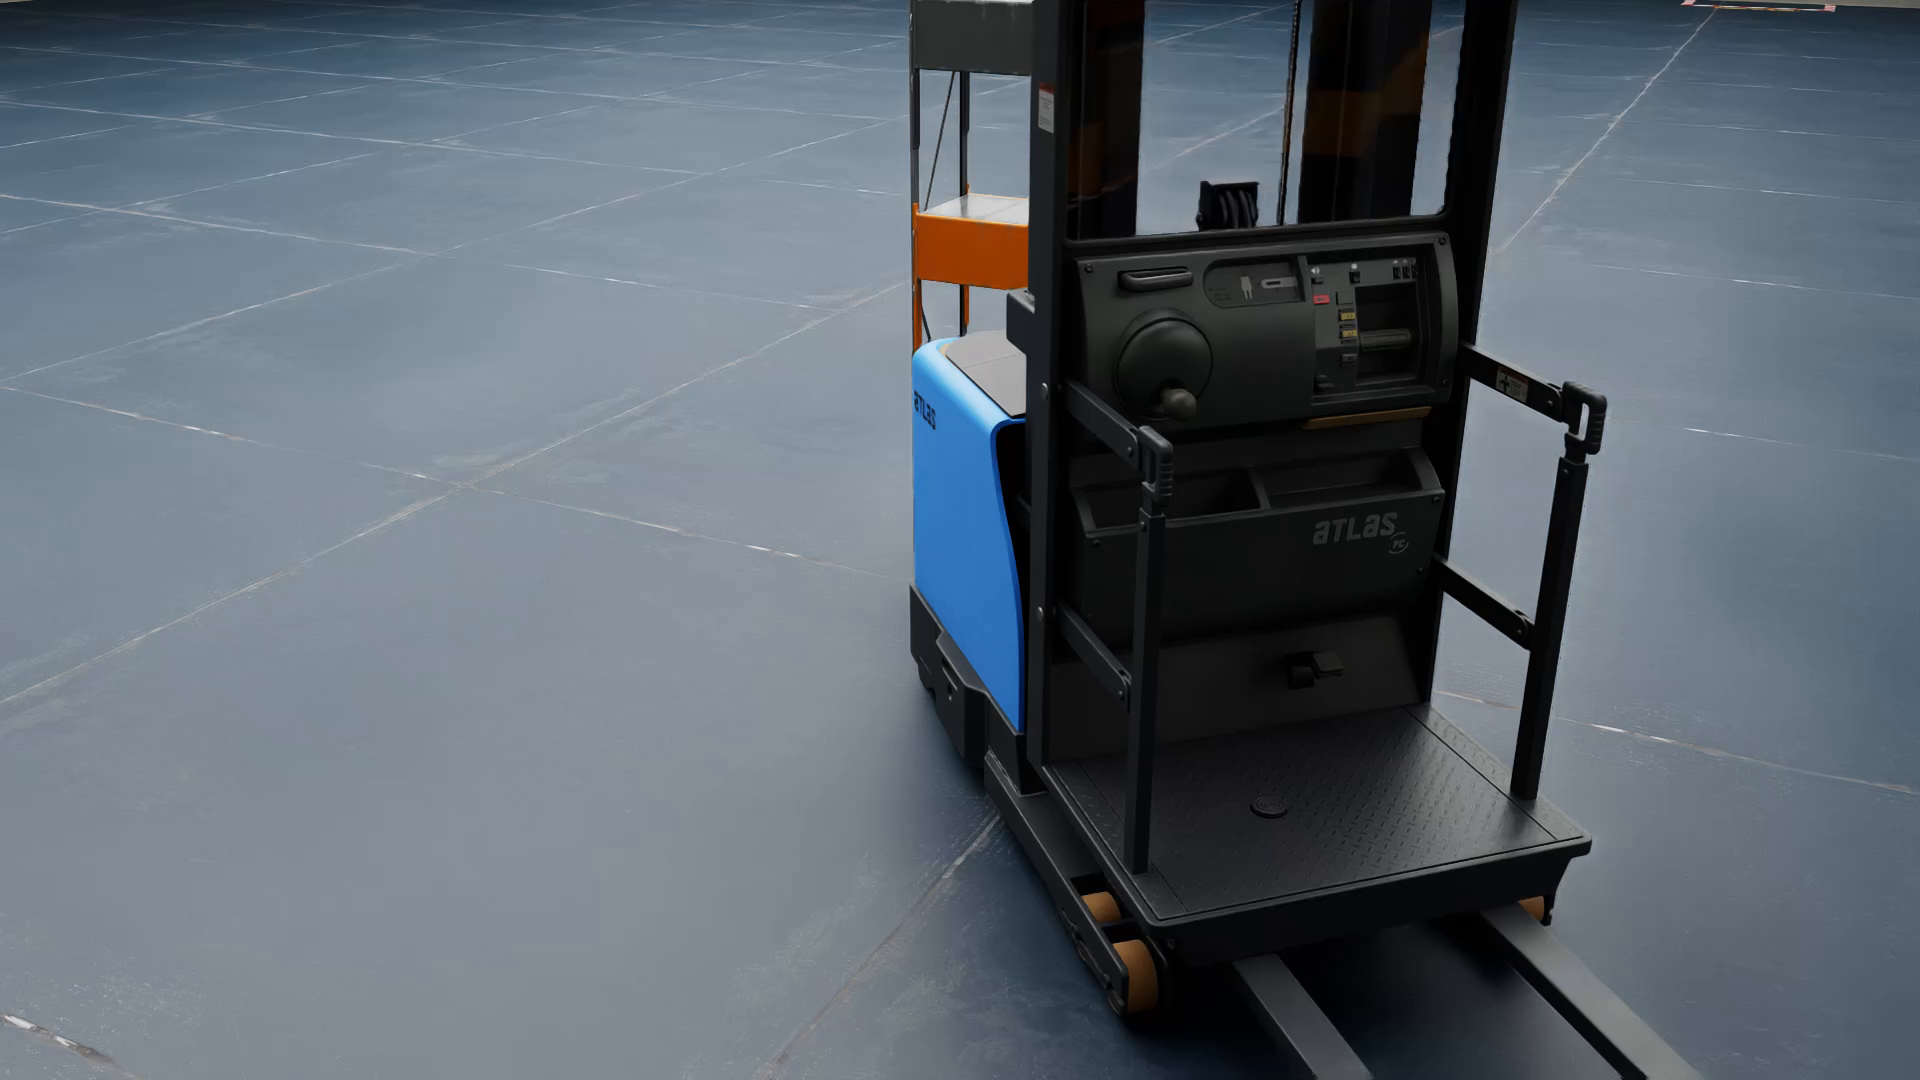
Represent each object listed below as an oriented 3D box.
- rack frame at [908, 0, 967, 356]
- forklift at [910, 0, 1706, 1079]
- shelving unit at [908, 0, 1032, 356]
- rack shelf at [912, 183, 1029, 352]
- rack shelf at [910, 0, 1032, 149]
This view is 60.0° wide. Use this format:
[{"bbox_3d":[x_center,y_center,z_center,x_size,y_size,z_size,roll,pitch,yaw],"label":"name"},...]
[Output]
[{"bbox_3d":[-0.070,-0.980,5.872,0.015,2.100,0.400,11,25,25],"label":"rack frame"},{"bbox_3d":[0.774,-0.457,3.580,1.130,2.935,3.031,-7,24,-16],"label":"forklift"},{"bbox_3d":[0.148,-0.937,5.770,0.503,2.100,0.431,11,25,25],"label":"shelving unit"},{"bbox_3d":[0.148,-0.924,5.776,0.480,0.518,0.431,11,25,25],"label":"rack shelf"},{"bbox_3d":[0.148,-1.569,5.502,0.480,0.518,0.431,11,25,25],"label":"rack shelf"}]
